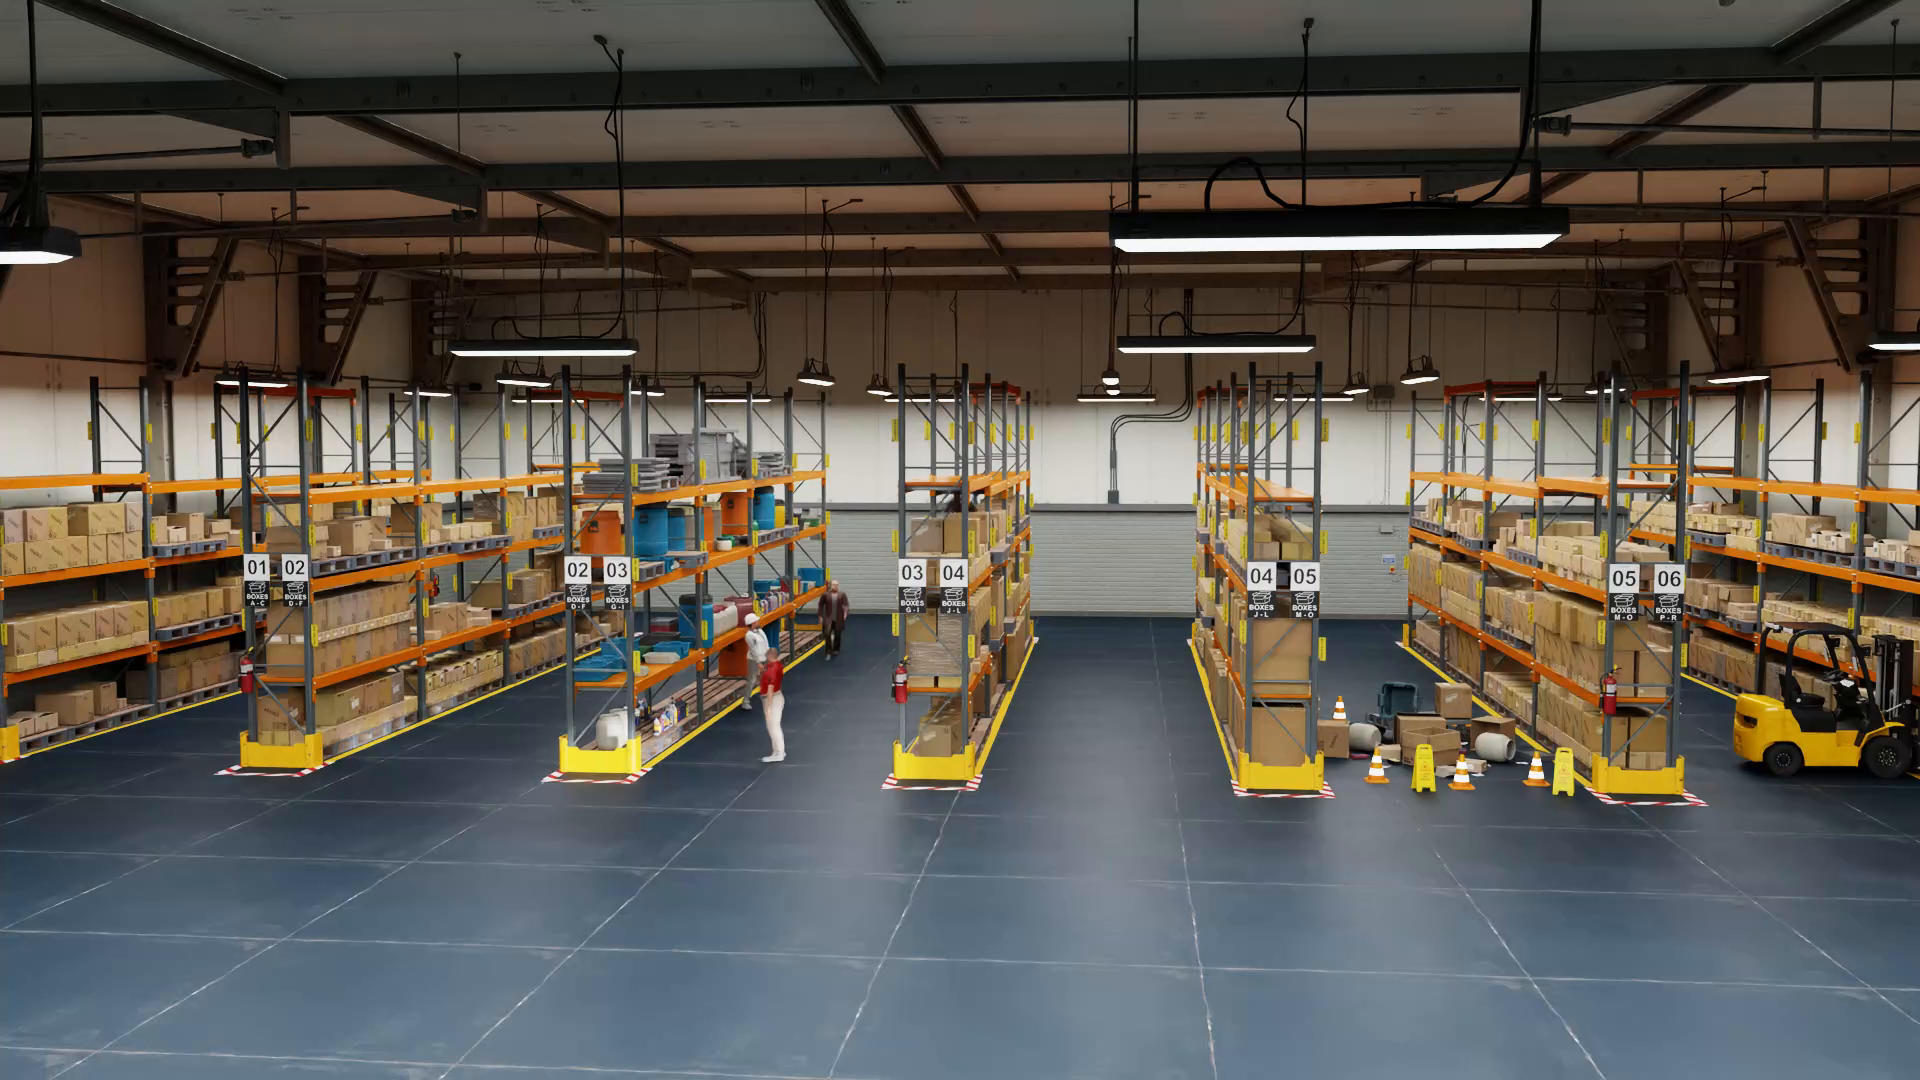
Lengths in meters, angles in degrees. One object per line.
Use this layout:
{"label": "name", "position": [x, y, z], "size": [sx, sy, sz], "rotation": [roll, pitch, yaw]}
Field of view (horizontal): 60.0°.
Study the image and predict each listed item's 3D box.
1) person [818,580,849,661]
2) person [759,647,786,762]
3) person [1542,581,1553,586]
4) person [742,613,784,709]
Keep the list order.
{"label": "person", "position": [-2.824, 1.797, 37.051], "size": [0.714, 1.815, 0.936], "rotation": [0, 4, 4]}
{"label": "person", "position": [-2.874, 2.571, 25.402], "size": [0.396, 1.677, 0.654], "rotation": [0, 4, 6]}
{"label": "person", "position": [14.295, 1.561, 40.522], "size": [0.816, 1.643, 0.510], "rotation": [0, 4, -1]}
{"label": "person", "position": [-3.621, 2.198, 30.189], "size": [0.594, 1.765, 0.710], "rotation": [2, 4, 26]}
